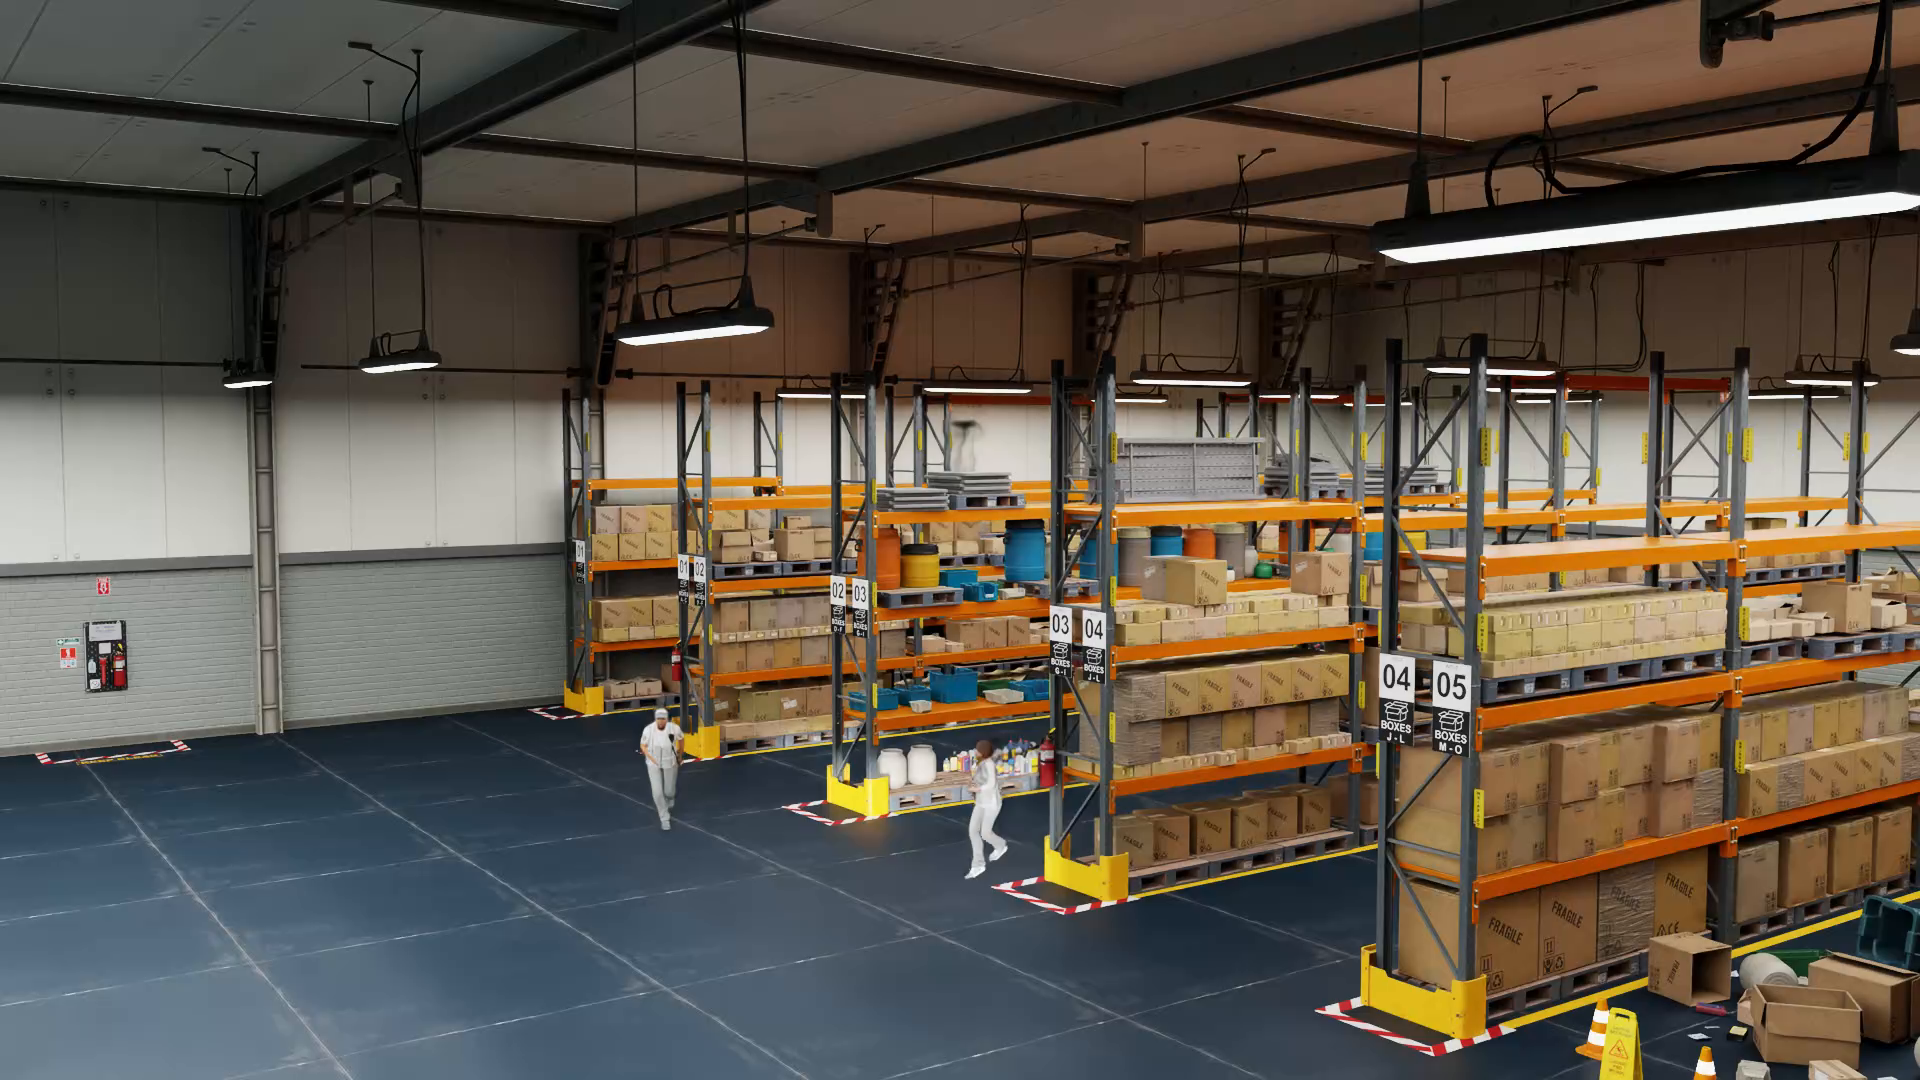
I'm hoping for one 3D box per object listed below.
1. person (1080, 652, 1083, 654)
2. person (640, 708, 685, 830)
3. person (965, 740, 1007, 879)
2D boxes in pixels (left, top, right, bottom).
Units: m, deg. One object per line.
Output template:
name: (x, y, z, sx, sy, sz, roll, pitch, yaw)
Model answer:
person: (2.611, 2.184, 33.508, 0.723, 1.654, 0.625, -3, 5, -38)
person: (-3.907, 2.978, 21.868, 0.571, 1.612, 0.741, 0, 4, -4)
person: (0.289, 3.137, 19.586, 0.686, 1.600, 0.600, -2, 4, -29)
